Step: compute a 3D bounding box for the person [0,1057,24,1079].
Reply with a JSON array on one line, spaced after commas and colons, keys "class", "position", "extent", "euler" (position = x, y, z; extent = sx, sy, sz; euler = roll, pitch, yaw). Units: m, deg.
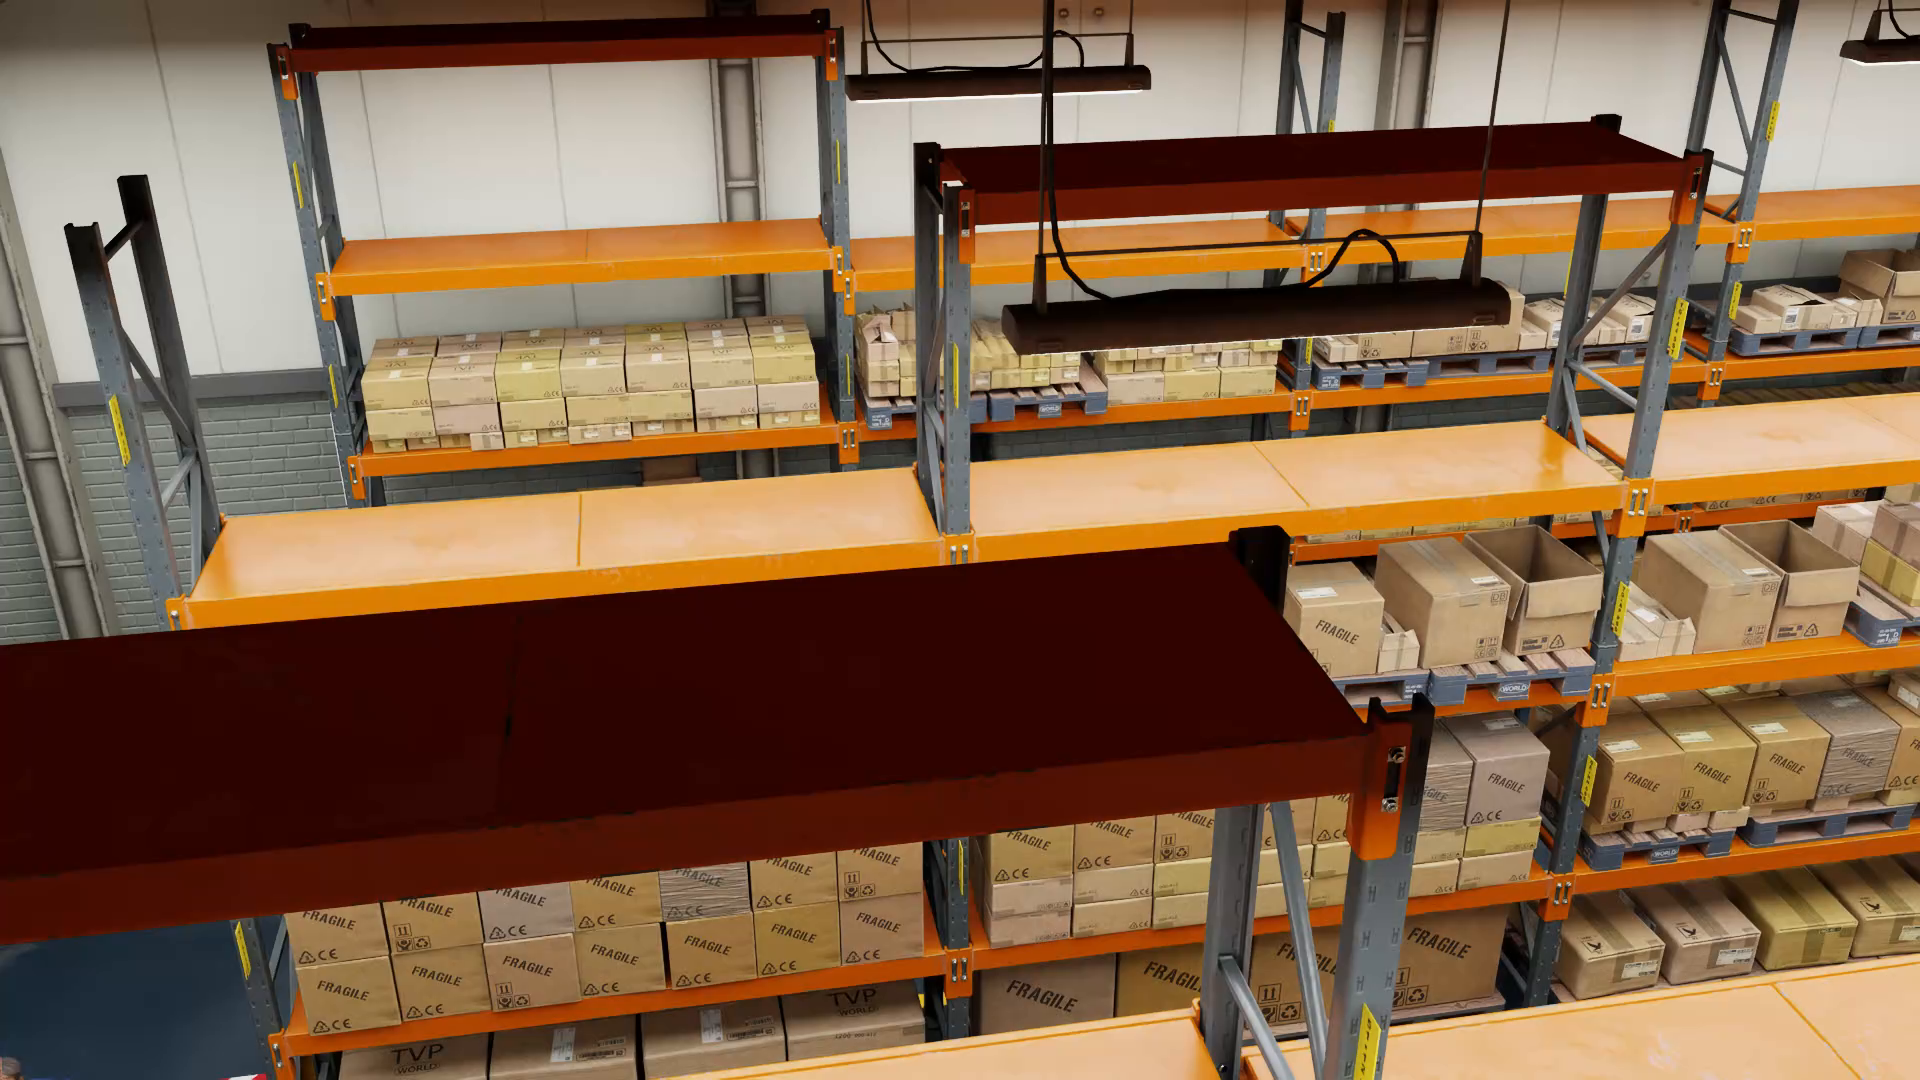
[{"class": "person", "position": [-5.129, 3.484, 9.208], "extent": [0.595, 1.664, 0.871], "euler": [-4, 26, -9]}]
